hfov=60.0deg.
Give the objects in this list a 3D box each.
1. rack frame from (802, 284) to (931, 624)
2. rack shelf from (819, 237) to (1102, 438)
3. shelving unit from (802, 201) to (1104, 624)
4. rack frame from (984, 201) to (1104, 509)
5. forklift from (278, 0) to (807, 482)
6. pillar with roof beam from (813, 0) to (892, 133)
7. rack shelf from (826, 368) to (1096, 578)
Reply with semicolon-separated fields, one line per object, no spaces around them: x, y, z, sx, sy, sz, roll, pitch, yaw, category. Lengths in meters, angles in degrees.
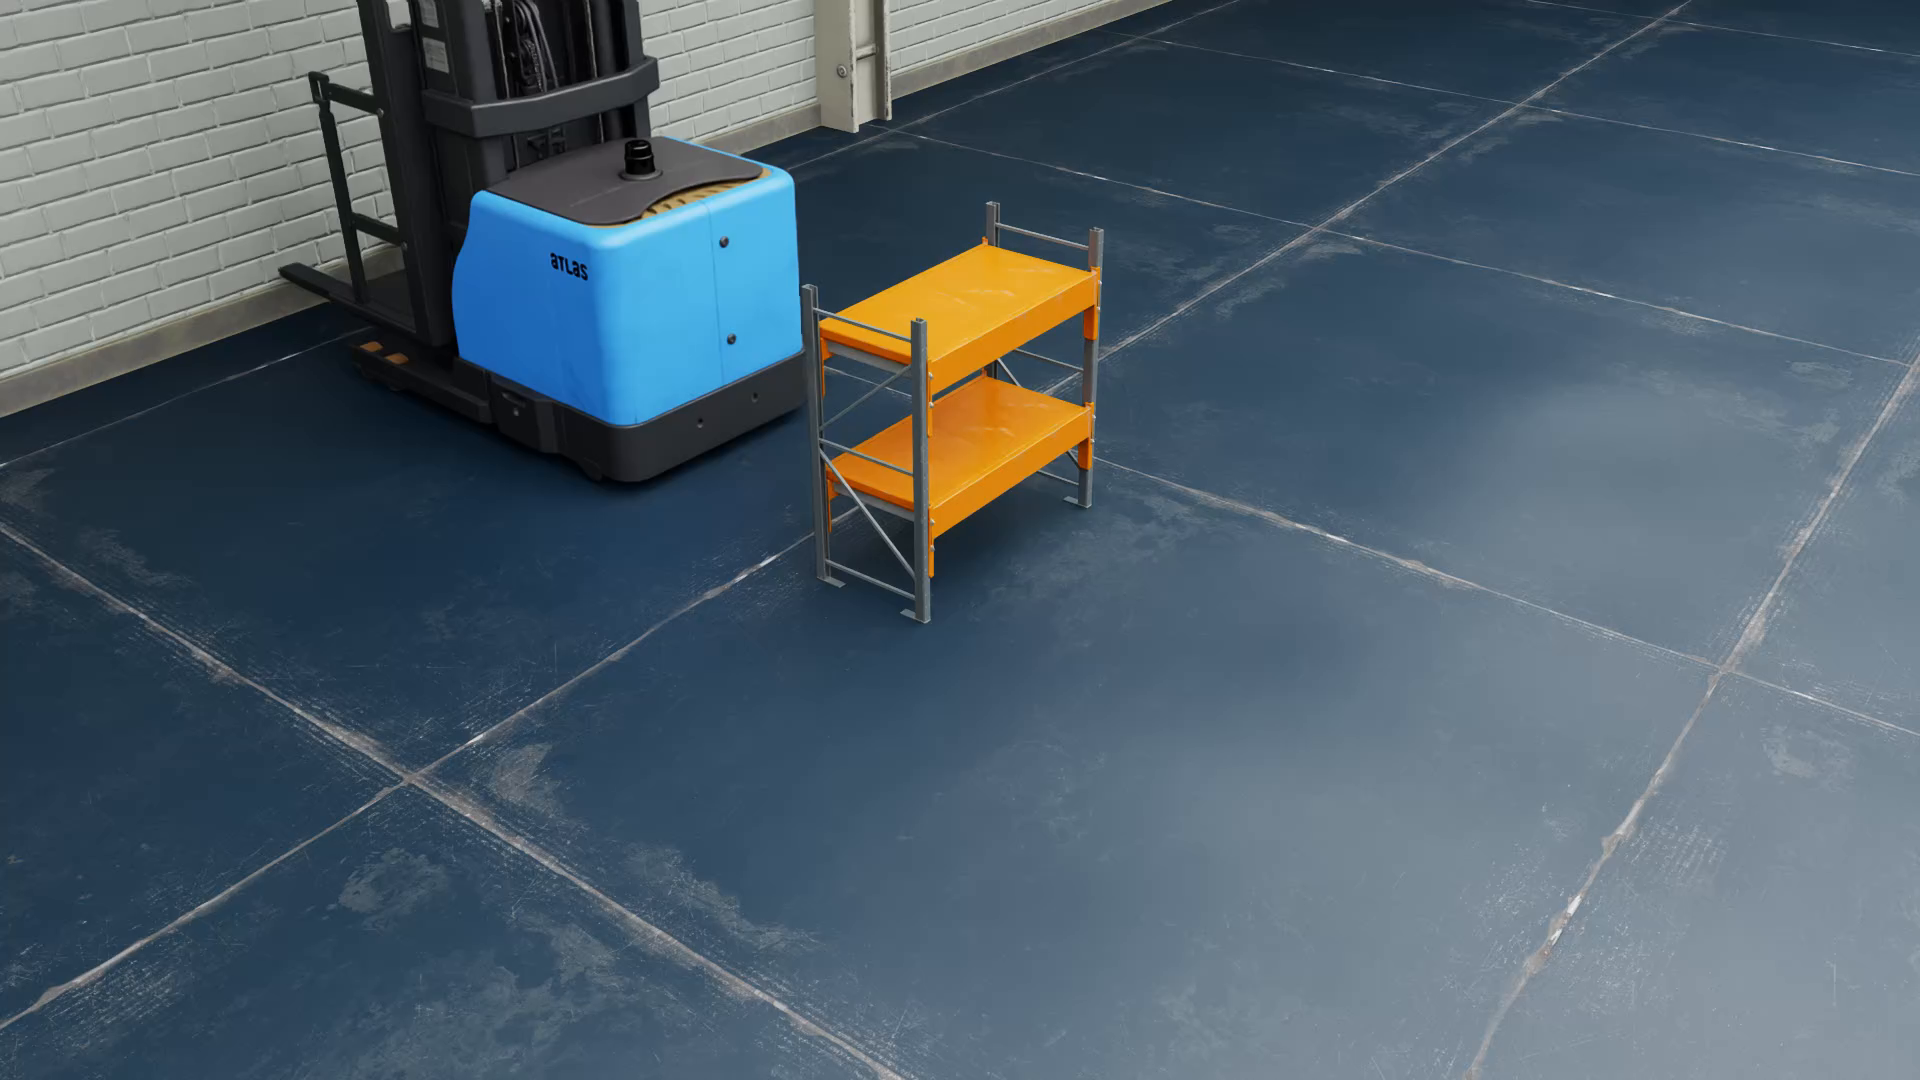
-0.311;-0.275;5.610;0.500;1.125;0.032;21;37;31;rack frame
-0.004;-0.733;5.809;0.538;0.278;1.000;21;37;31;rack shelf
-0.004;-0.481;5.959;0.538;1.125;1.048;21;37;31;shelving unit
0.303;-0.688;6.307;0.500;1.125;0.032;21;37;31;rack frame
-2.102;-2.102;6.922;3.031;2.935;1.130;23;38;34;forklift
2.747;-5.281;6.334;9.100;9.000;0.400;21;37;31;pillar with roof beam
-0.004;-0.271;6.083;0.538;0.278;1.000;21;37;31;rack shelf
